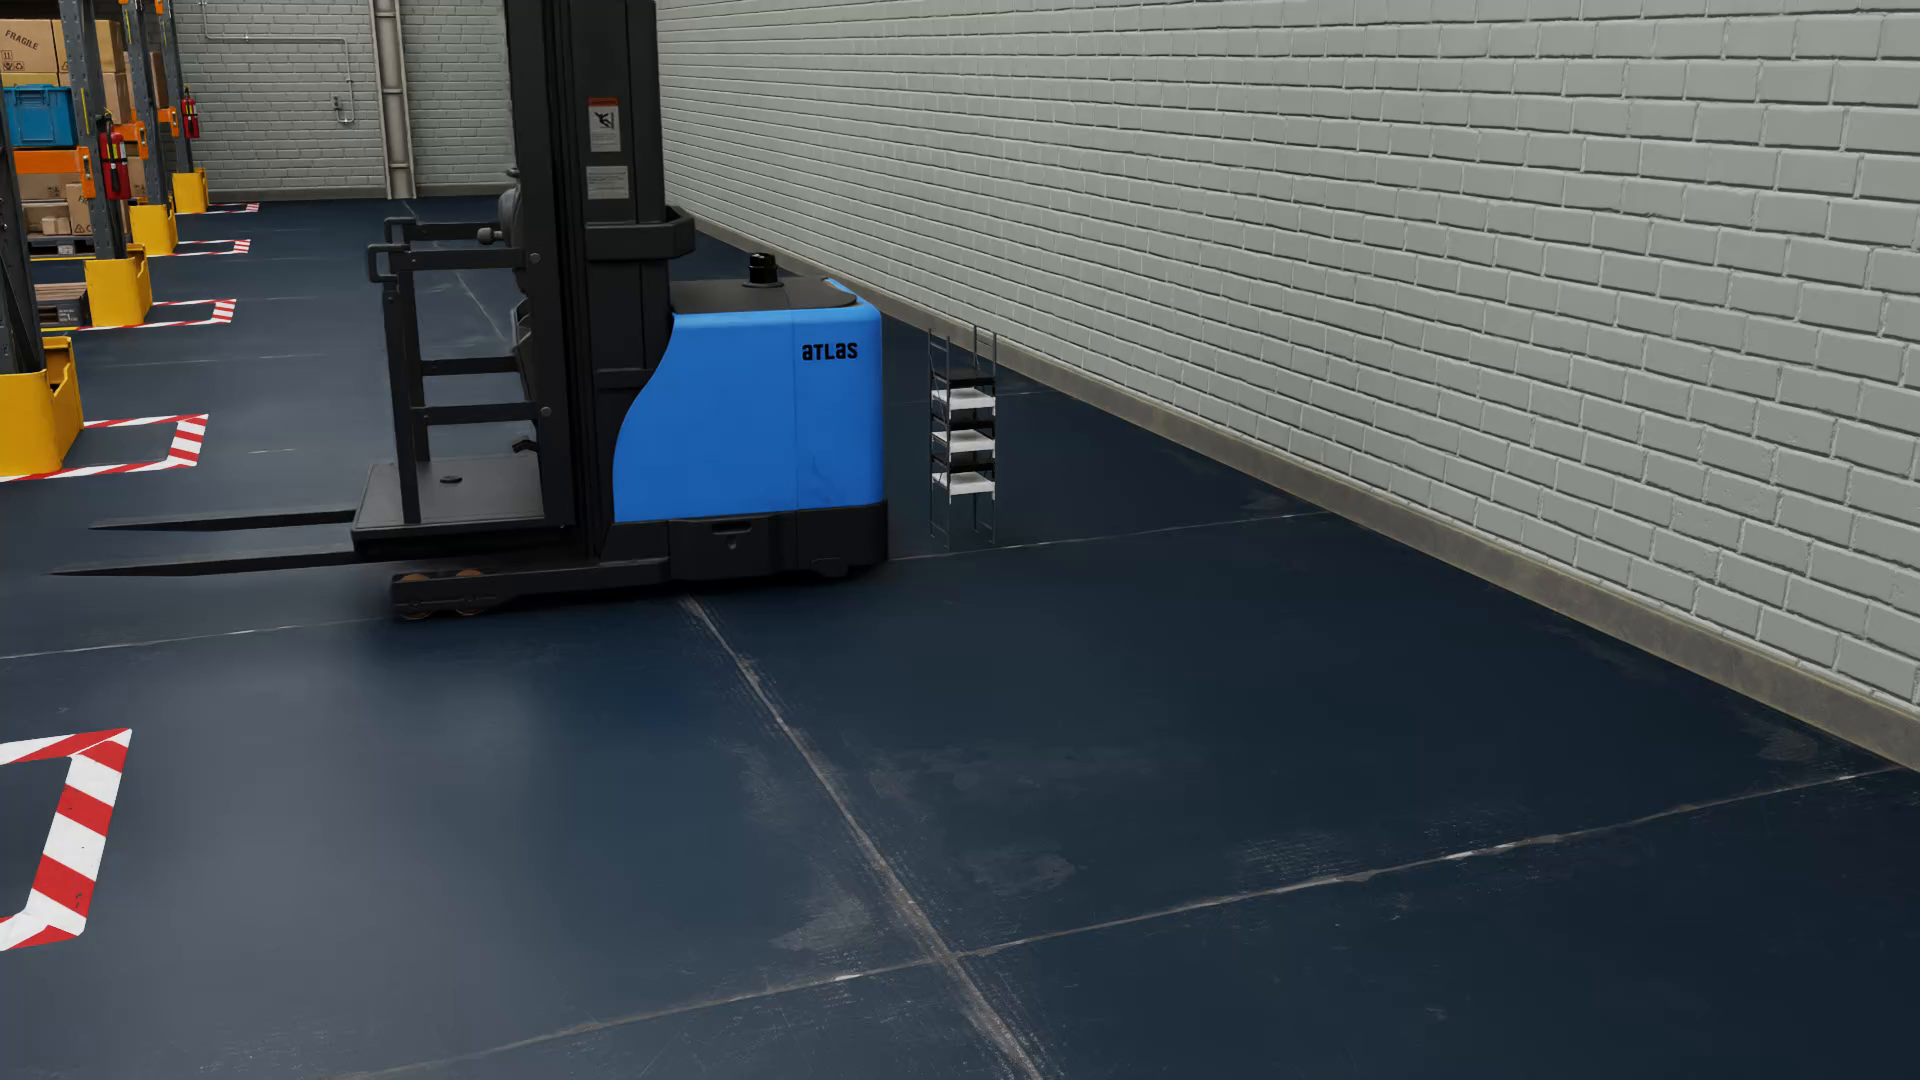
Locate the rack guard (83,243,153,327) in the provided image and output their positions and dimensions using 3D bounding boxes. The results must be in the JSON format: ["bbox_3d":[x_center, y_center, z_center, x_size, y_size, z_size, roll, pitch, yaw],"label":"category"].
[{"bbox_3d":[-6.609,-2.017,13.079,0.348,0.500,1.175,-6,17,-20],"label":"rack guard"}]

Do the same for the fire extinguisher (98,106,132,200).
[{"bbox_3d":[-6.324,-2.890,12.415,0.183,0.674,0.296,-6,17,-20],"label":"fire extinguisher"}]

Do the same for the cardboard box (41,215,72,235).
[{"bbox_3d":[-9.226,-3.229,17.018,0.250,0.166,0.380,-6,17,-20],"label":"cardboard box"}]

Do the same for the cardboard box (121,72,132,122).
[{"bbox_3d":[-8.905,-4.587,17.216,0.500,0.500,0.500,-6,17,-19],"label":"cardboard box"}]

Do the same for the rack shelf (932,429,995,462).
[{"bbox_3d":[0.008,-0.401,6.984,0.200,0.077,0.258,-6,17,-20],"label":"rack shelf"}]

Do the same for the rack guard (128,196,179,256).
[{"bbox_3d":[-8.467,-3.307,17.473,0.348,0.500,1.175,-6,17,-20],"label":"rack guard"}]

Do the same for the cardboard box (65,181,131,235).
[{"bbox_3d":[-8.816,-3.406,17.029,0.500,0.500,0.500,-6,17,-20],"label":"cardboard box"}]

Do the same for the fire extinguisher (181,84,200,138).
[{"bbox_3d":[-9.866,-5.495,21.285,0.183,0.674,0.296,-6,17,-20],"label":"fire extinguisher"}]

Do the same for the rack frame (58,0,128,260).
[{"bbox_3d":[-6.627,-3.210,12.707,0.127,3.000,1.000,-6,17,-20],"label":"rack frame"}]

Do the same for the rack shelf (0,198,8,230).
[{"bbox_3d":[-6.722,-1.361,7.684,4.000,0.370,1.077,-6,17,-20],"label":"rack shelf"}]

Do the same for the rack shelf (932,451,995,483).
[{"bbox_3d":[0.008,-0.314,7.009,0.200,0.077,0.258,-6,17,-20],"label":"rack shelf"}]

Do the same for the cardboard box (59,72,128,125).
[{"bbox_3d":[-8.717,-4.445,16.735,0.500,0.500,0.500,-6,17,-18],"label":"cardboard box"}]

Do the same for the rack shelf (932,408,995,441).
[{"bbox_3d":[0.008,-0.487,6.958,0.200,0.077,0.258,-6,17,-20],"label":"rack shelf"}]

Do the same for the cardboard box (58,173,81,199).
[{"bbox_3d":[-11.257,-4.672,21.375,0.500,0.500,0.700,-6,17,-20],"label":"cardboard box"}]

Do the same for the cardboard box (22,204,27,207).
[{"bbox_3d":[-9.939,-3.325,17.196,0.500,0.250,0.500,-6,17,-20],"label":"cardboard box"}]

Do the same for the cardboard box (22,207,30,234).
[{"bbox_3d":[-9.713,-3.198,16.765,0.500,0.250,0.500,-6,17,-20],"label":"cardboard box"}]

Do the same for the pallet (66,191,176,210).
[{"bbox_3d":[-10.891,-4.378,21.632,1.213,0.211,1.003,-6,17,-20],"label":"pallet"}]

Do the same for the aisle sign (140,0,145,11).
[{"bbox_3d":[-8.437,-5.846,17.067,0.004,0.787,0.394,-6,17,-20],"label":"aisle sign"}]

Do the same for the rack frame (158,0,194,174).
[{"bbox_3d":[-10.172,-5.817,21.584,0.127,3.000,1.000,-6,17,-20],"label":"rack frame"}]

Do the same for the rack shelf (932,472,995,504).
[{"bbox_3d":[0.008,-0.228,7.034,0.200,0.077,0.258,-6,17,-20],"label":"rack shelf"}]

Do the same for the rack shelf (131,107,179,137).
[{"bbox_3d":[-12.040,-5.270,20.998,4.000,0.370,1.077,-6,17,-20],"label":"rack shelf"}]

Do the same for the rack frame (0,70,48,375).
[{"bbox_3d":[-4.855,-1.907,8.270,0.127,3.000,1.000,-6,17,-20],"label":"rack frame"}]

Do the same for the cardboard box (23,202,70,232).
[{"bbox_3d":[-9.472,-3.375,17.368,0.500,0.250,0.500,-6,17,-20],"label":"cardboard box"}]

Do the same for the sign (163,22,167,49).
[{"bbox_3d":[-9.991,-6.342,20.896,0.005,0.325,0.100,-6,17,-20],"label":"sign"}]

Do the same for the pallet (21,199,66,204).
[{"bbox_3d":[-12.028,-4.256,21.217,1.213,0.211,1.003,-6,17,-20],"label":"pallet"}]

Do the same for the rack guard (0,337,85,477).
[{"bbox_3d":[-4.832,-0.710,8.630,0.348,0.500,1.175,-6,17,-20],"label":"rack guard"}]

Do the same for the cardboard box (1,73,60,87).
[{"bbox_3d":[-9.200,-4.392,16.554,0.500,0.500,0.500,-6,17,-20],"label":"cardboard box"}]

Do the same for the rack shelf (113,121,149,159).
[{"bbox_3d":[-10.264,-3.967,16.561,4.000,0.370,1.077,-6,17,-20],"label":"rack shelf"}]

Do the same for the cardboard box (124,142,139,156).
[{"bbox_3d":[-10.745,-5.099,21.677,0.250,0.149,0.380,-6,17,-20],"label":"cardboard box"}]

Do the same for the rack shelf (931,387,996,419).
[{"bbox_3d":[0.008,-0.573,6.933,0.200,0.077,0.258,-6,17,-20],"label":"rack shelf"}]

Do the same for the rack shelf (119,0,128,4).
[{"bbox_3d":[-10.264,-5.407,16.139,4.000,0.370,1.077,-6,17,-20],"label":"rack shelf"}]

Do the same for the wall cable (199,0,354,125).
[{"bbox_3d":[-9.315,-6.683,22.728,1.851,1.984,0.084,-6,17,-20],"label":"wall cable"}]

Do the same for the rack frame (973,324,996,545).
[{"bbox_3d":[0.103,-0.443,7.009,0.006,0.900,0.240,-6,17,-20],"label":"rack frame"}]

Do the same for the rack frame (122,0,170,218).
[{"bbox_3d":[-8.396,-4.514,17.147,0.127,3.000,1.000,-6,17,-20],"label":"rack frame"}]

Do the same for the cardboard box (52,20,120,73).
[{"bbox_3d":[-8.713,-4.925,16.592,0.500,0.500,0.500,-6,18,-21],"label":"cardboard box"}]

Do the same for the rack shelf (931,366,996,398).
[{"bbox_3d":[0.008,-0.660,6.908,0.200,0.077,0.258,-6,17,-20],"label":"rack shelf"}]

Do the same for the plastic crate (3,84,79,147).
[{"bbox_3d":[-6.873,-3.173,12.412,0.499,0.435,0.616,-6,17,-20],"label":"plastic crate"}]

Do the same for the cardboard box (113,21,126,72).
[{"bbox_3d":[-8.905,-5.066,17.076,0.500,0.500,0.500,-6,17,-18],"label":"cardboard box"}]

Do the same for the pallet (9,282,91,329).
[{"bbox_3d":[-7.411,-1.800,12.852,1.213,0.211,1.003,-6,17,-20],"label":"pallet"}]

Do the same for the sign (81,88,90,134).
[{"bbox_3d":[-6.415,-3.146,12.197,0.005,0.325,0.100,-6,17,-20],"label":"sign"}]

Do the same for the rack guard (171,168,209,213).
[{"bbox_3d":[-10.150,-4.620,21.944,0.348,0.500,1.175,-6,17,-20],"label":"rack guard"}]

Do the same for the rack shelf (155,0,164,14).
[{"bbox_3d":[-12.040,-6.709,20.576,4.000,0.370,1.077,-6,17,-20],"label":"rack shelf"}]

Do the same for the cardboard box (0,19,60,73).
[{"bbox_3d":[-9.185,-4.873,16.418,0.500,0.500,0.500,-6,17,-19],"label":"cardboard box"}]

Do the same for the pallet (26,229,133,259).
[{"bbox_3d":[-9.211,-3.088,17.239,1.213,0.211,1.003,-6,17,-20],"label":"pallet"}]

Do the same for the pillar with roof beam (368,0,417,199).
[{"bbox_3d":[-6.420,-8.063,18.583,0.400,9.000,9.100,-6,17,-20],"label":"pillar with roof beam"}]

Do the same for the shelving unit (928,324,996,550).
[{"bbox_3d":[0.008,-0.433,6.974,0.210,0.900,0.258,-6,17,-20],"label":"shelving unit"}]

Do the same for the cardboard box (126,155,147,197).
[{"bbox_3d":[-10.790,-4.722,21.547,0.500,0.500,0.700,-6,17,-20],"label":"cardboard box"}]

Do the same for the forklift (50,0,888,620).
[{"bbox_3d":[-1.860,-1.278,6.247,3.031,2.935,1.130,-4,17,-15],"label":"forklift"}]

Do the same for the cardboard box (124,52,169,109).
[{"bbox_3d":[-10.645,-5.907,21.357,0.700,0.700,0.980,-5,17,-18],"label":"cardboard box"}]

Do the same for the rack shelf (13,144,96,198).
[{"bbox_3d":[-8.495,-2.664,12.122,4.000,0.370,1.077,-6,17,-20],"label":"rack shelf"}]

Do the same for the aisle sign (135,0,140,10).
[{"bbox_3d":[-8.223,-5.688,16.529,0.004,0.787,0.394,-6,17,-20],"label":"aisle sign"}]

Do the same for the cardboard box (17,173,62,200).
[{"bbox_3d":[-11.727,-4.621,21.202,0.500,0.500,0.700,-7,18,-22],"label":"cardboard box"}]

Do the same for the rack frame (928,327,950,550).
[{"bbox_3d":[-0.087,-0.422,6.939,0.006,0.900,0.240,-6,17,-20],"label":"rack frame"}]

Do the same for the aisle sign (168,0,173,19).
[{"bbox_3d":[-9.997,-6.993,20.973,0.004,0.787,0.394,-6,17,-20],"label":"aisle sign"}]

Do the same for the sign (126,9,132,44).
[{"bbox_3d":[-8.216,-5.073,16.435,0.005,0.325,0.100,-6,17,-20],"label":"sign"}]
